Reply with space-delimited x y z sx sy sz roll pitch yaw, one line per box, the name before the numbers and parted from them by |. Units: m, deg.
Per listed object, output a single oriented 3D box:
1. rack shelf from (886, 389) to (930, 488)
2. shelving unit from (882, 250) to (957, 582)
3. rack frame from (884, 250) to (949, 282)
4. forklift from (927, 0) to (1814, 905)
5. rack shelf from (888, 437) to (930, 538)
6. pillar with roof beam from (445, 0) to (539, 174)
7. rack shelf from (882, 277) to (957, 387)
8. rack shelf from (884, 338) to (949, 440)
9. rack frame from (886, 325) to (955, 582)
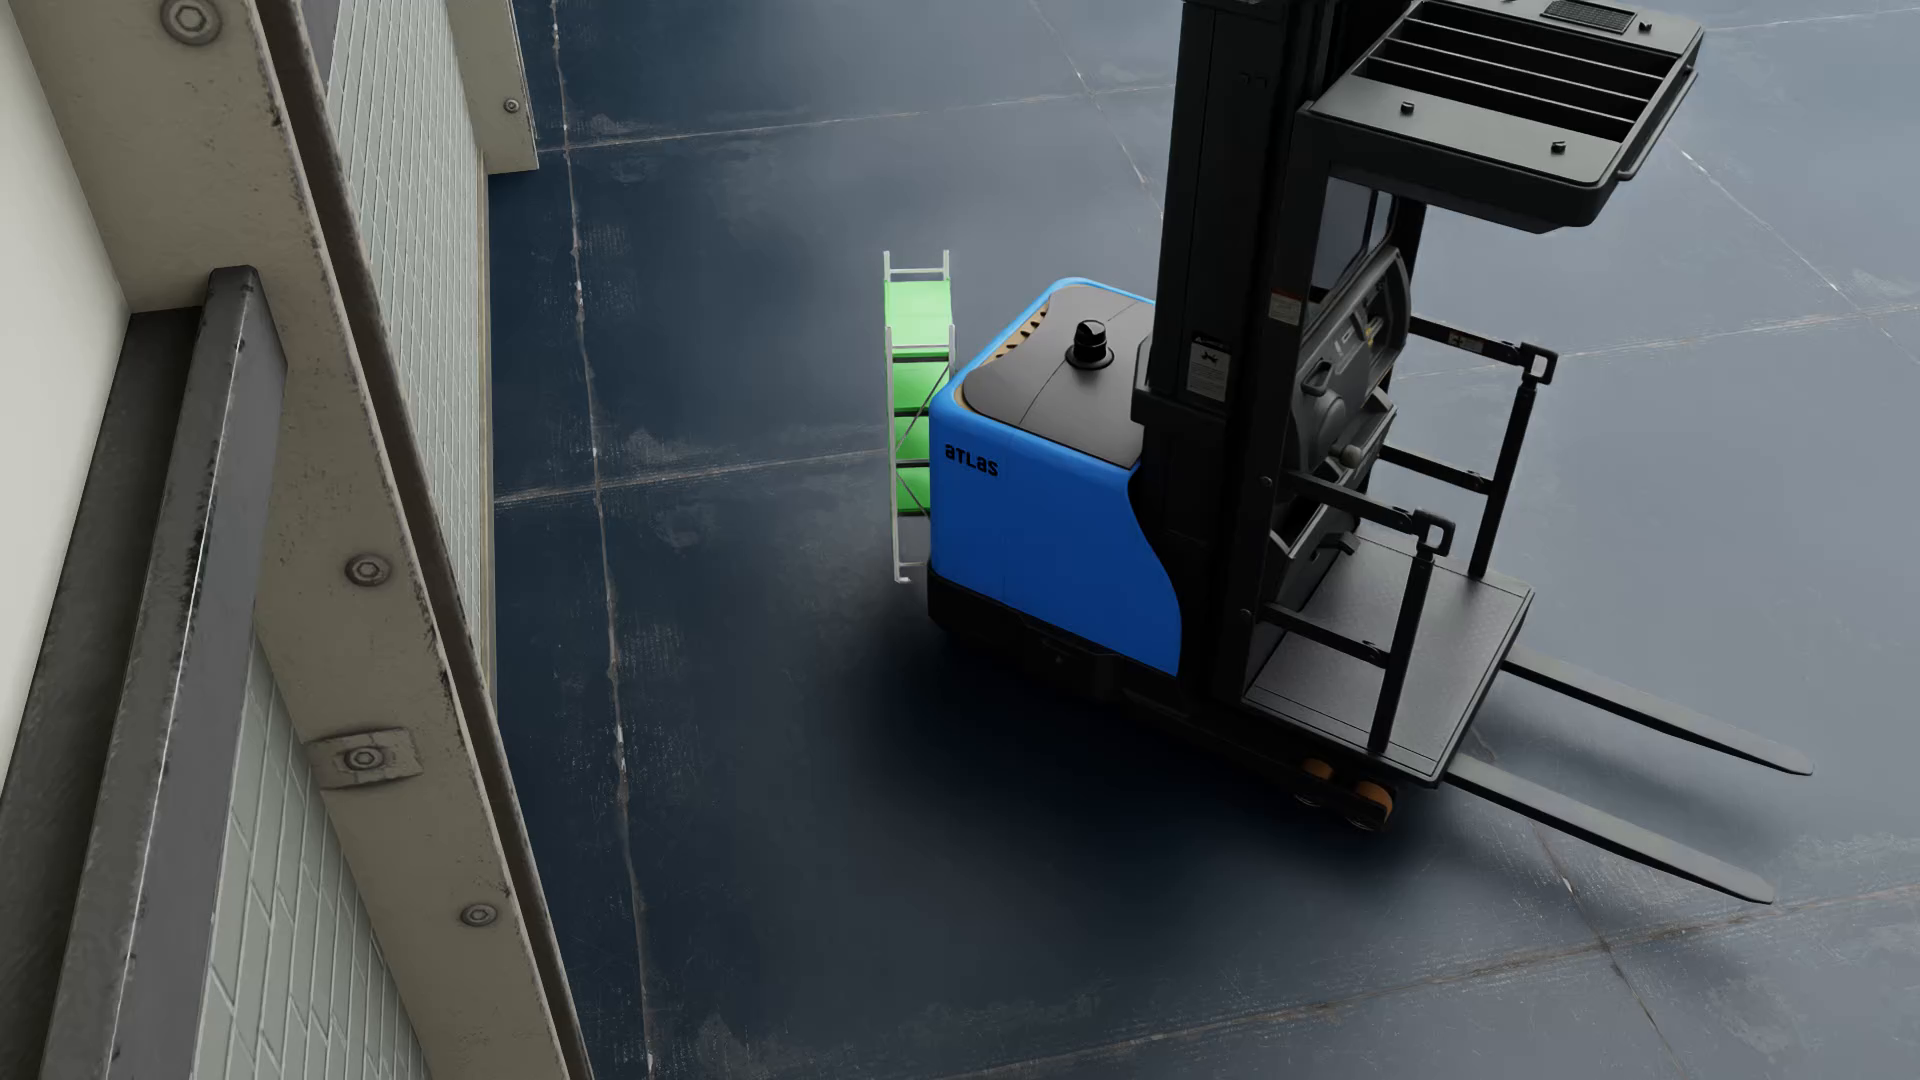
rack shelf | -0.150 -0.406 6.400 0.258 0.148 0.480 -2 42 -2
shelving unit | -0.150 -0.454 6.358 0.258 1.200 0.503 -2 42 -2
rack frame | -0.162 -0.616 6.540 0.240 1.200 0.015 -2 42 -2
forklift | 1.400 -0.520 5.128 3.031 2.935 1.130 22 46 23
rack shelf | -0.150 -0.227 6.560 0.258 0.148 0.480 -2 42 -2
pillar with roof beam | 1.726 -6.100 6.843 9.100 9.000 0.400 -8 42 -9
rack shelf | -0.150 -0.765 6.082 0.258 0.148 0.480 -2 42 -2
rack shelf | -0.150 -0.586 6.241 0.258 0.148 0.480 -2 42 -2
rack frame | -0.138 -0.292 6.176 0.240 1.200 0.015 -2 42 -2
